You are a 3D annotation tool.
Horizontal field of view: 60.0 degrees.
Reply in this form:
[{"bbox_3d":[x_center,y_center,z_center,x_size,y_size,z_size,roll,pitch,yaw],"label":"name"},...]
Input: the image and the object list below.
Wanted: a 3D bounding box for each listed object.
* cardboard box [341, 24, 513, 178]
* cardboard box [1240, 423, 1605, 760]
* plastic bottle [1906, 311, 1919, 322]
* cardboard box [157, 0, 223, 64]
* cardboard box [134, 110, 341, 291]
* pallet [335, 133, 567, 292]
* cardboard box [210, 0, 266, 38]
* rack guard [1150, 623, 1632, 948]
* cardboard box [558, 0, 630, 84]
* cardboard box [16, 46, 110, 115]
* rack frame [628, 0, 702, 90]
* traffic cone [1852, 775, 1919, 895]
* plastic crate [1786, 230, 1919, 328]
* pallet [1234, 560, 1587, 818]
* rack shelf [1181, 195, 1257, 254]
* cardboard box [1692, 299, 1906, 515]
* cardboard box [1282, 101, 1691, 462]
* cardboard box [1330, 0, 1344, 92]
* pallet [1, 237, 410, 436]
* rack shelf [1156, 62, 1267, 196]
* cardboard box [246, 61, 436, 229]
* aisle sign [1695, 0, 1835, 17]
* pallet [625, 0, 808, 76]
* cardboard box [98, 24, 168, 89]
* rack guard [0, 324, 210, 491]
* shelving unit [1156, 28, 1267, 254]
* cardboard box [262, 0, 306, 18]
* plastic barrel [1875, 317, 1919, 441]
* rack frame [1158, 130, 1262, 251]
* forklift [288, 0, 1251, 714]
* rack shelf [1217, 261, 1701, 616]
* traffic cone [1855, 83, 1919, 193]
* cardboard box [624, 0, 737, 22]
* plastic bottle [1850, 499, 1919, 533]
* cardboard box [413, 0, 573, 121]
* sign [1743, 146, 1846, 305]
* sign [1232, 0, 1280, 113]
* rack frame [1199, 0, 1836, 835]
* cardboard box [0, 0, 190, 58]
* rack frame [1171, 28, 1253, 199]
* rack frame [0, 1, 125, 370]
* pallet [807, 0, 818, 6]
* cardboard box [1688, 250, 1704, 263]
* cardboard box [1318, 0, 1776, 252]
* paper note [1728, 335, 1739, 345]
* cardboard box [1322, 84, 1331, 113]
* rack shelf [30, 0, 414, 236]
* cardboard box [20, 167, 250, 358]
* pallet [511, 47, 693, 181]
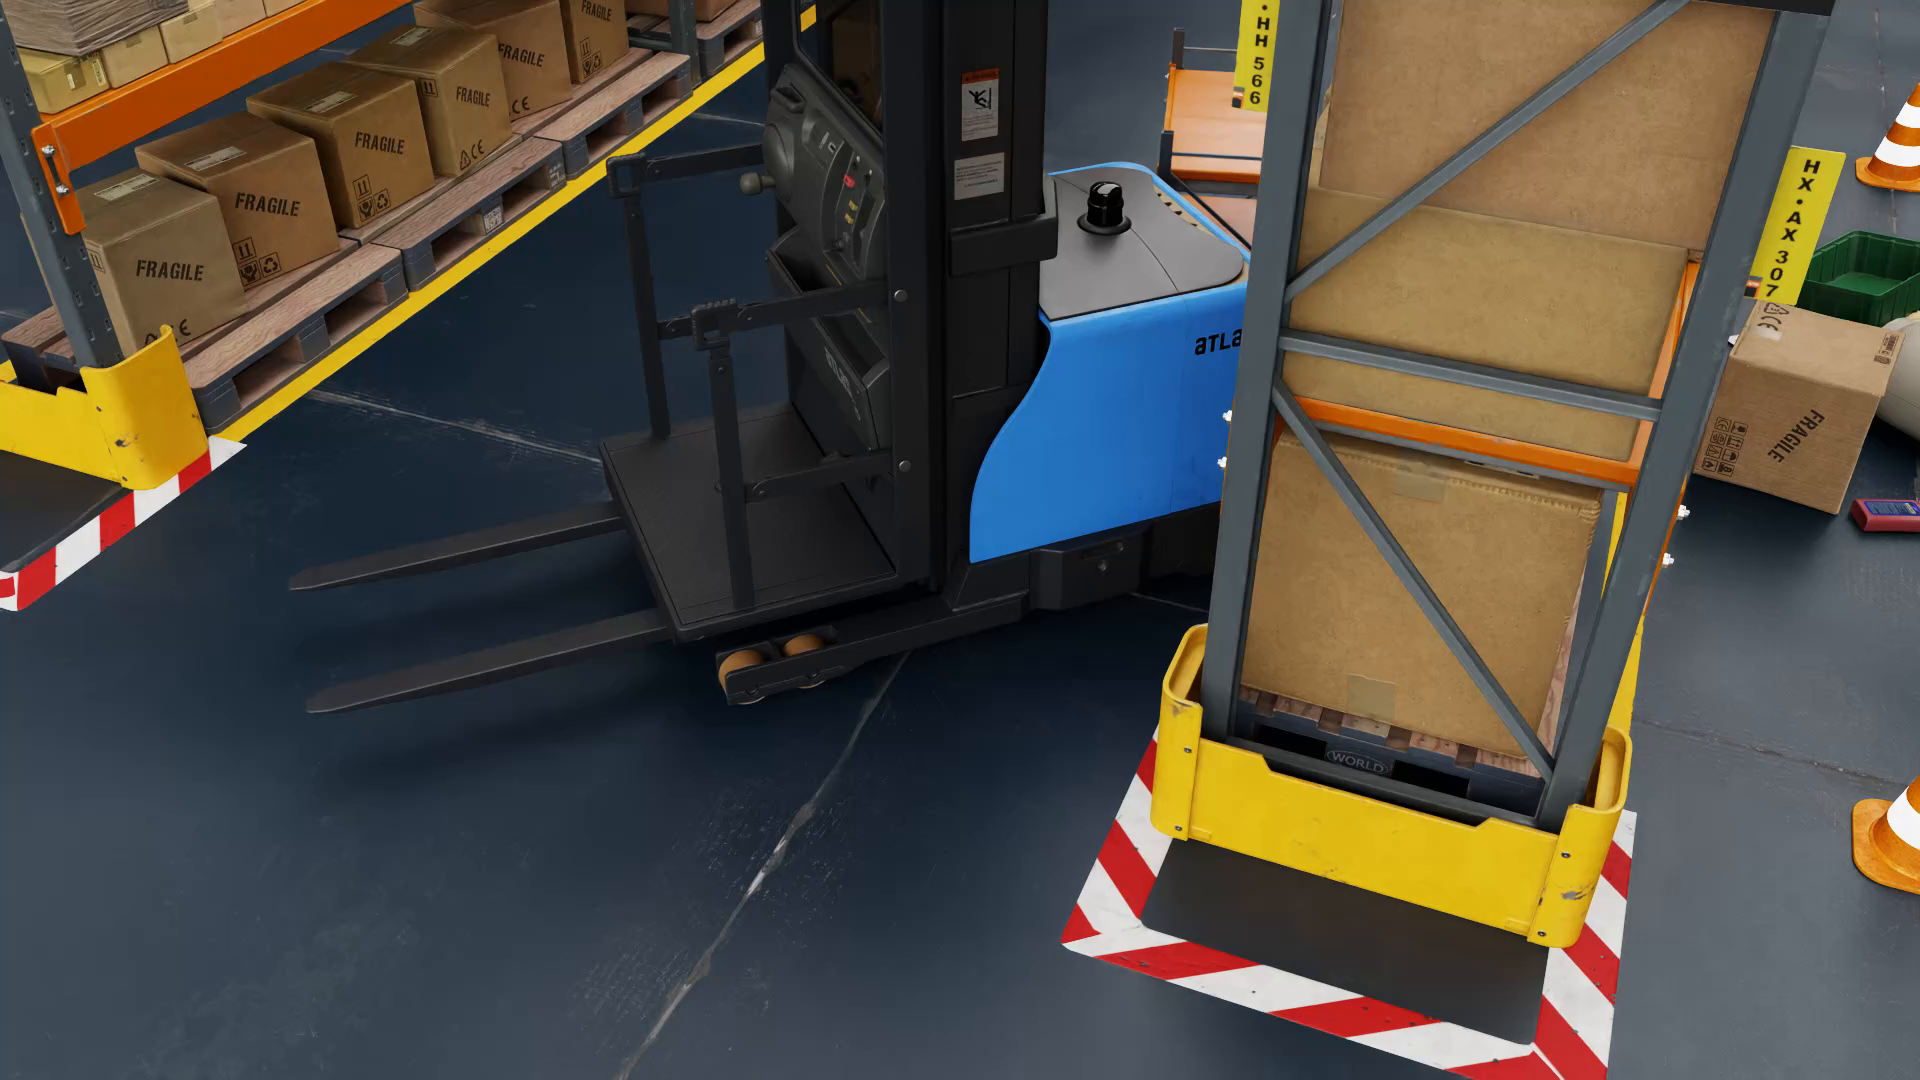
[{"bbox_3d":[-2.458,-2.042,7.714,0.500,0.500,0.500,11,38,14],"label":"cardboard box"},{"bbox_3d":[1.329,-0.075,4.769,0.875,0.875,0.875,14,39,18],"label":"cardboard box"},{"bbox_3d":[3.945,-0.909,6.915,0.133,0.061,0.283,-5,37,-6],"label":"plastic bottle"},{"bbox_3d":[-2.866,-1.826,5.897,0.380,0.149,0.250,14,39,18],"label":"cardboard box"},{"bbox_3d":[-2.968,-1.401,6.856,0.500,0.500,0.500,25,43,29],"label":"cardboard box"},{"bbox_3d":[-2.580,-1.594,7.706,1.003,0.211,1.213,14,39,18],"label":"pallet"},{"bbox_3d":[-2.790,-1.969,6.088,0.380,0.149,0.250,14,39,18],"label":"cardboard box"},{"bbox_3d":[1.123,0.647,4.467,1.175,0.500,0.348,14,39,18],"label":"rack guard"},{"bbox_3d":[-2.084,-2.723,8.625,0.500,0.500,0.500,13,39,16],"label":"cardboard box"},{"bbox_3d":[-3.087,-1.556,5.537,0.380,0.149,0.250,14,39,18],"label":"cardboard box"},{"bbox_3d":[-1.894,-3.768,8.286,1.000,3.000,0.127,14,39,18],"label":"rack frame"},{"bbox_3d":[2.647,0.678,4.457,0.336,0.463,0.334,14,39,18],"label":"traffic cone"},{"bbox_3d":[3.799,-1.085,6.996,0.662,0.188,0.450,-25,33,-29],"label":"plastic crate"},{"bbox_3d":[1.364,0.289,5.188,1.003,0.211,1.213,14,39,18],"label":"pallet"},{"bbox_3d":[1.020,-1.050,6.624,0.538,0.278,1.000,5,37,7],"label":"rack shelf"},{"bbox_3d":[3.012,-0.489,5.985,0.500,0.500,0.500,21,42,25],"label":"cardboard box"},{"bbox_3d":[1.231,-0.644,3.980,0.875,0.550,0.550,14,39,18],"label":"cardboard box"},{"bbox_3d":[1.433,-1.383,4.067,0.875,0.550,0.550,14,39,18],"label":"cardboard box"},{"bbox_3d":[-3.046,-0.921,6.805,1.003,0.211,1.213,14,39,18],"label":"pallet"},{"bbox_3d":[1.020,-1.480,6.302,0.538,0.278,1.000,5,37,7],"label":"rack shelf"},{"bbox_3d":[-2.712,-1.744,7.314,0.500,0.500,0.500,18,40,22],"label":"cardboard box"},{"bbox_3d":[1.383,-1.301,2.814,0.394,0.787,0.004,14,39,18],"label":"aisle sign"},{"bbox_3d":[-1.600,-3.083,9.698,1.003,0.211,1.213,14,39,18],"label":"pallet"},{"bbox_3d":[-2.975,-1.691,5.716,0.380,0.149,0.250,14,39,18],"label":"cardboard box"},{"bbox_3d":[-3.387,-0.594,6.128,1.175,0.500,0.348,14,39,18],"label":"rack guard"},{"bbox_3d":[1.020,-1.246,6.477,0.538,1.125,1.048,5,37,7],"label":"shelving unit"},{"bbox_3d":[-2.688,-2.105,6.271,0.380,0.149,0.250,14,39,18],"label":"cardboard box"},{"bbox_3d":[3.641,-0.573,6.163,0.421,0.421,0.512,-17,40,-22],"label":"plastic barrel"},{"bbox_3d":[0.946,-0.945,6.074,0.500,1.125,0.032,5,37,7],"label":"rack frame"},{"bbox_3d":[-0.578,-1.032,4.683,3.031,2.935,1.130,-14,39,-18],"label":"forklift"},{"bbox_3d":[1.893,-1.187,5.433,1.077,0.370,4.000,14,39,18],"label":"rack shelf"},{"bbox_3d":[4.561,-1.965,7.992,0.336,0.463,0.334,14,39,18],"label":"traffic cone"},{"bbox_3d":[-1.641,-3.278,9.351,0.700,0.500,0.500,11,38,14],"label":"cardboard box"},{"bbox_3d":[3.285,-0.084,5.812,0.283,0.061,0.133,1,37,2],"label":"plastic bottle"},{"bbox_3d":[-2.294,-2.404,8.198,0.500,0.500,0.500,27,45,32],"label":"cardboard box"},{"bbox_3d":[1.643,-0.617,3.280,0.100,0.325,0.005,14,39,18],"label":"sign"},{"bbox_3d":[0.636,-1.058,3.495,0.100,0.325,0.005,14,39,18],"label":"sign"},{"bbox_3d":[1.132,-0.368,3.737,1.000,3.000,0.127,14,39,18],"label":"rack frame"},{"bbox_3d":[-3.182,-2.011,5.603,0.875,0.500,0.500,14,39,18],"label":"cardboard box"},{"bbox_3d":[1.093,-1.547,6.880,0.500,1.125,0.032,5,37,7],"label":"rack frame"},{"bbox_3d":[-3.416,-1.554,5.323,1.000,3.000,0.127,14,39,18],"label":"rack frame"},{"bbox_3d":[-1.137,-3.761,10.605,1.003,0.211,1.213,14,39,18],"label":"pallet"},{"bbox_3d":[1.750,-1.235,4.771,0.875,0.550,0.550,14,39,18],"label":"cardboard box"},{"bbox_3d":[1.309,-1.057,3.631,0.875,0.550,0.550,14,39,18],"label":"cardboard box"},{"bbox_3d":[3.236,-0.815,6.814,0.147,0.020,0.142,-11,38,-14],"label":"paper note"},{"bbox_3d":[1.420,-0.953,4.394,0.875,0.550,0.550,14,39,18],"label":"cardboard box"},{"bbox_3d":[-2.655,-2.373,7.020,1.077,0.370,4.000,14,39,18],"label":"rack shelf"},{"bbox_3d":[-3.163,-1.063,6.403,0.500,0.500,0.500,21,42,26],"label":"cardboard box"},{"bbox_3d":[-2.117,-2.271,8.613,1.003,0.211,1.213,14,39,18],"label":"pallet"}]
